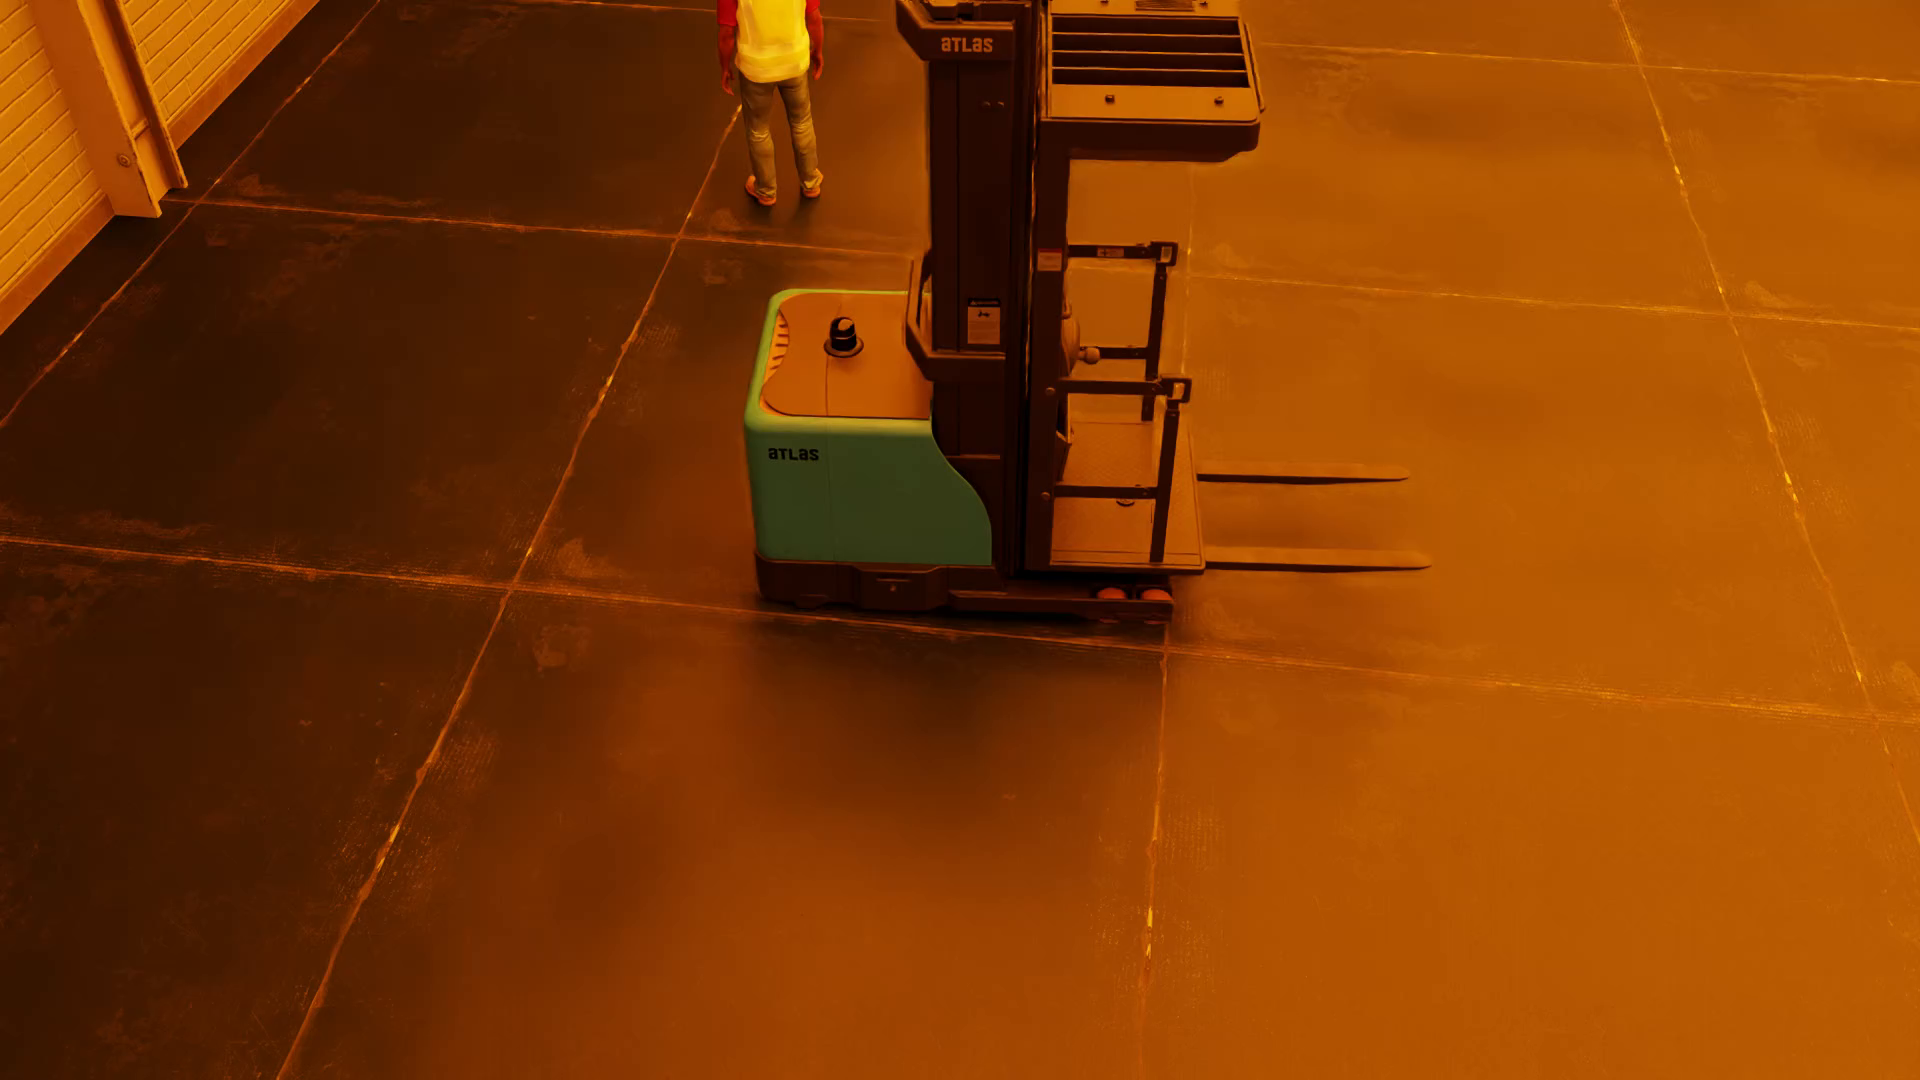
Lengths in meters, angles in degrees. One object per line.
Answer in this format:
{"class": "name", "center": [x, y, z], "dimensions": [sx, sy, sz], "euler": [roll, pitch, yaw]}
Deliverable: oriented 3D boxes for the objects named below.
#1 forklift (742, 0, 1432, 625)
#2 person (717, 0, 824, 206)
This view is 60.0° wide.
{"class": "forklift", "center": [0.612, -1.068, 6.887], "dimensions": [3.031, 2.935, 1.130], "euler": [2, 43, 2]}
{"class": "person", "center": [-1.092, -2.775, 9.614], "dimensions": [0.626, 1.759, 0.463], "euler": [-14, 44, -14]}
